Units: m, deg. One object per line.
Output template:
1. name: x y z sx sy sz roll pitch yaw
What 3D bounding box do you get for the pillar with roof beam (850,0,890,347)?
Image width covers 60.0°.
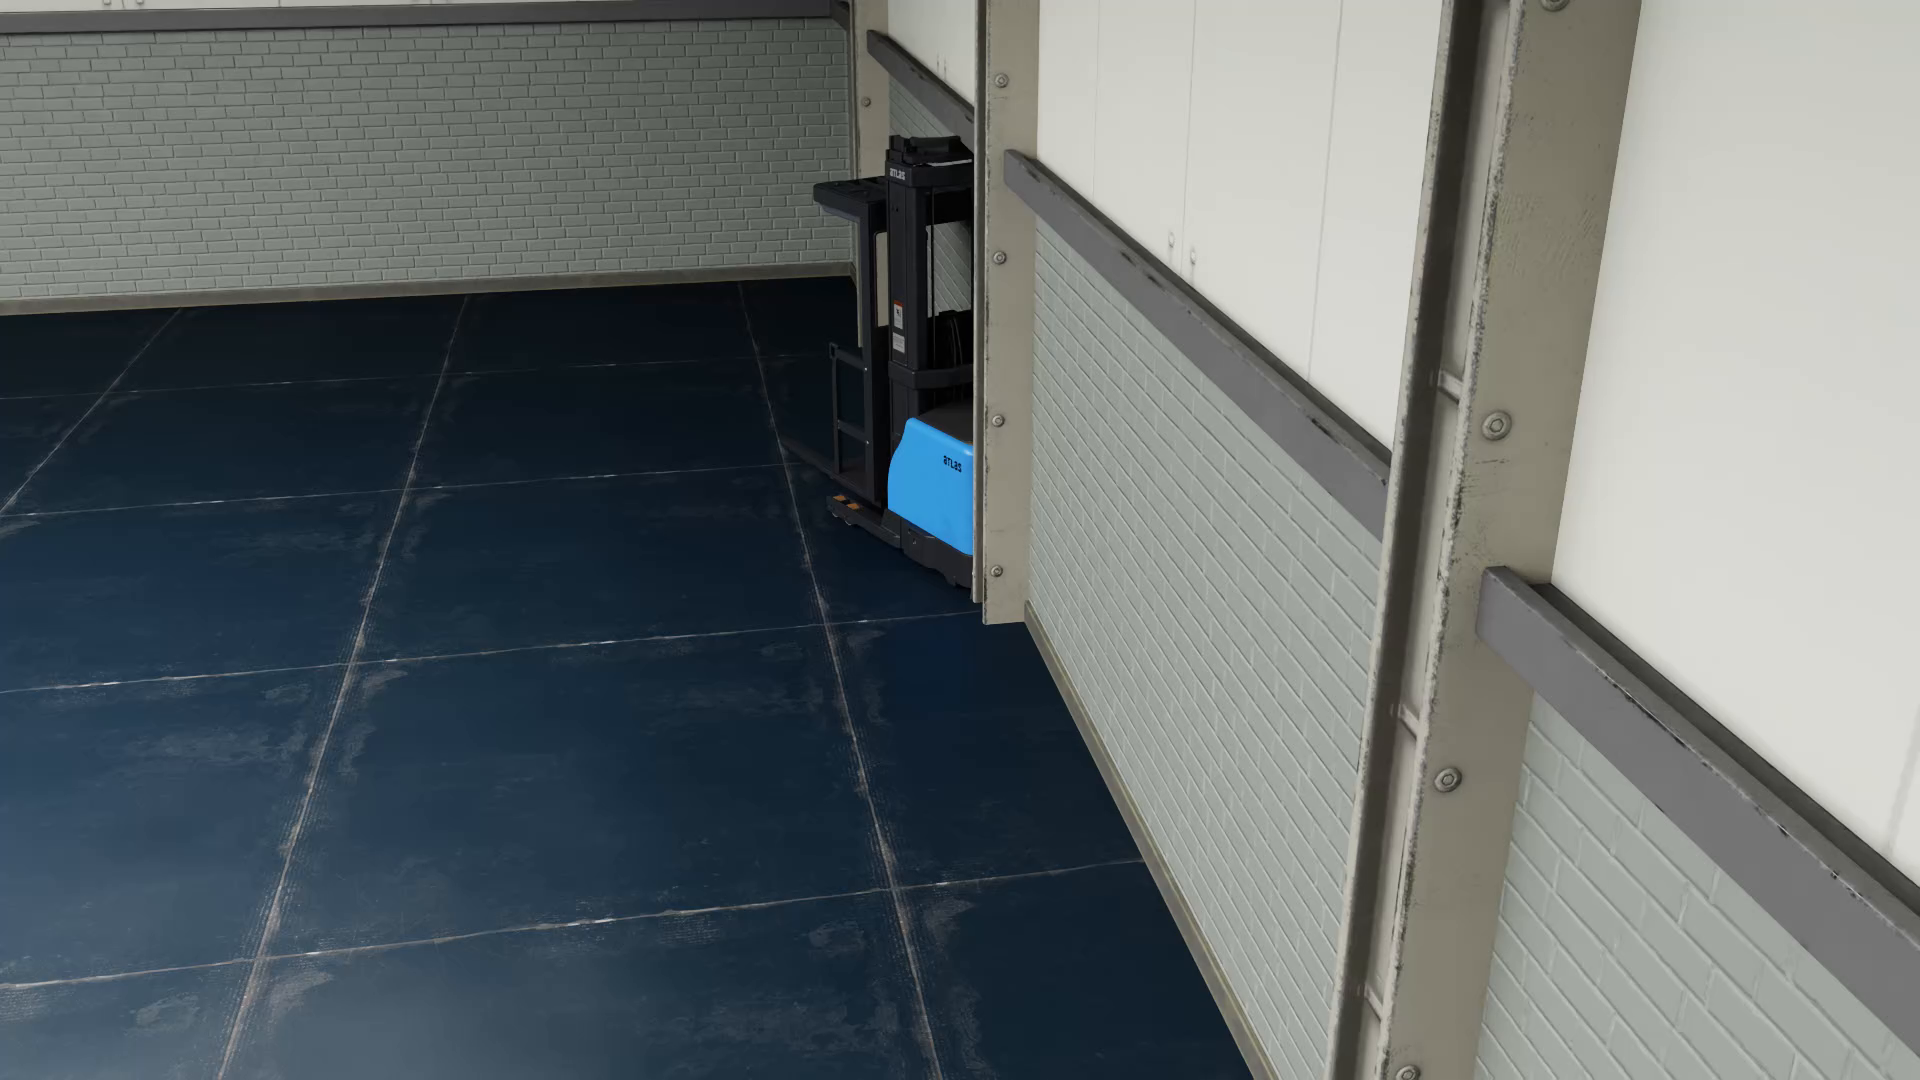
1. pillar with roof beam: -5.066 -5.696 14.049 9.100 9.000 0.400 -4 24 -10

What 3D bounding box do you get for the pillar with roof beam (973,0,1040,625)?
1. pillar with roof beam: -3.956 -3.336 8.645 9.100 9.000 0.400 -4 24 -10

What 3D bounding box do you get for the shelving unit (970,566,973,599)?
1. shelving unit: 0.210 -0.035 11.283 0.258 0.900 0.210 1 24 -12

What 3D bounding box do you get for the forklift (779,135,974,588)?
1. forklift: -0.353 -1.550 12.136 1.130 2.935 3.031 -15 28 -31

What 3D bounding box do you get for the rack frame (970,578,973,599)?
1. rack frame: 0.229 0.006 11.192 0.240 0.900 0.006 1 24 -12
